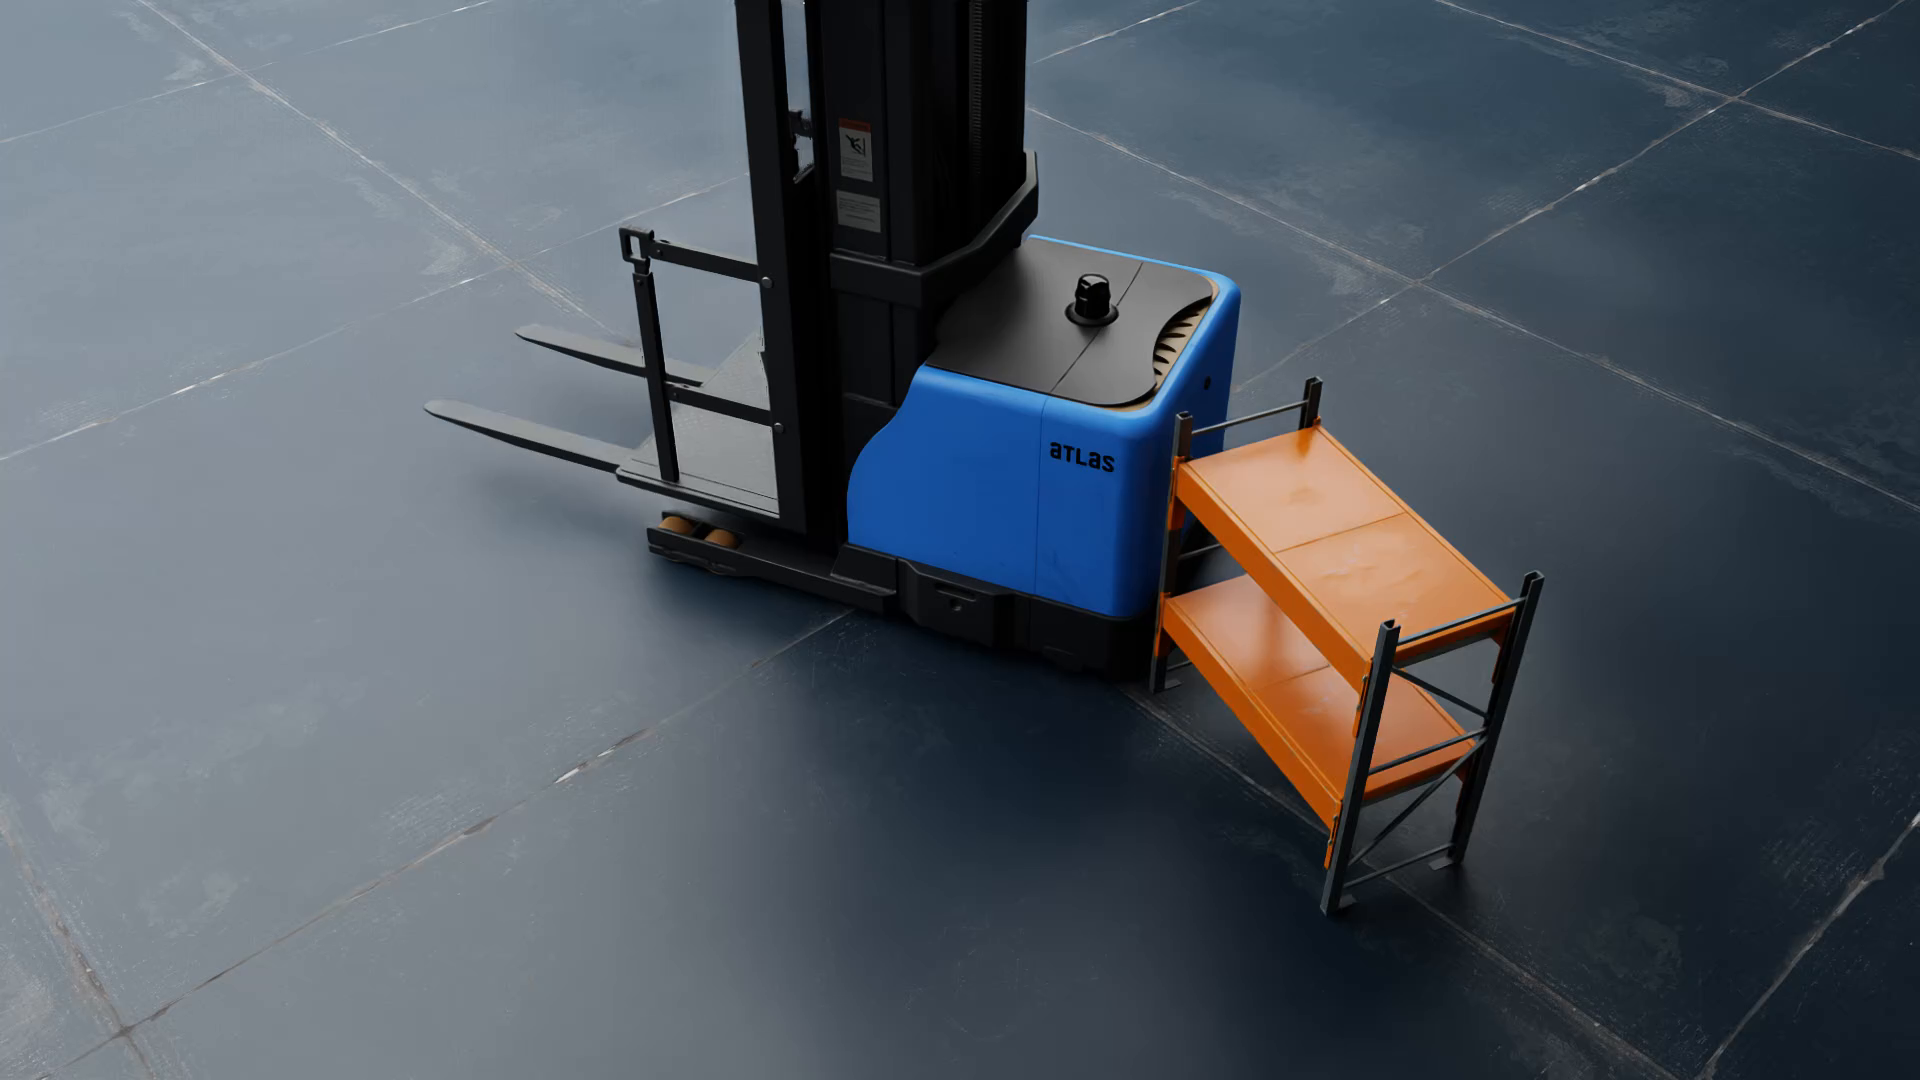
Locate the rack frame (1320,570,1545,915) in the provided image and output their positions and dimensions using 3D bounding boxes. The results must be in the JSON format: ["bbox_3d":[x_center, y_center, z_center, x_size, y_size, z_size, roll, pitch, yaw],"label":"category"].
[{"bbox_3d":[1.295,0.590,4.624,0.500,1.125,0.032,-16,42,-19],"label":"rack frame"}]

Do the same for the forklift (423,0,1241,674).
[{"bbox_3d":[-0.595,-1.297,5.524,3.031,2.935,1.130,15,41,18],"label":"forklift"}]

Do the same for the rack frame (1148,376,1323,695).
[{"bbox_3d":[0.872,0.010,5.343,0.500,1.125,0.032,-16,42,-19],"label":"rack frame"}]

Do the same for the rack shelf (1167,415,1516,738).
[{"bbox_3d":[1.083,0.072,4.799,0.538,0.278,1.000,-16,42,-19],"label":"rack shelf"}]

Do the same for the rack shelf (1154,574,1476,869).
[{"bbox_3d":[1.083,0.490,5.137,0.538,0.278,1.000,-16,42,-19],"label":"rack shelf"}]

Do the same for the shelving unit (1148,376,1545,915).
[{"bbox_3d":[1.083,0.300,4.983,0.538,1.125,1.048,-16,42,-19],"label":"shelving unit"}]
